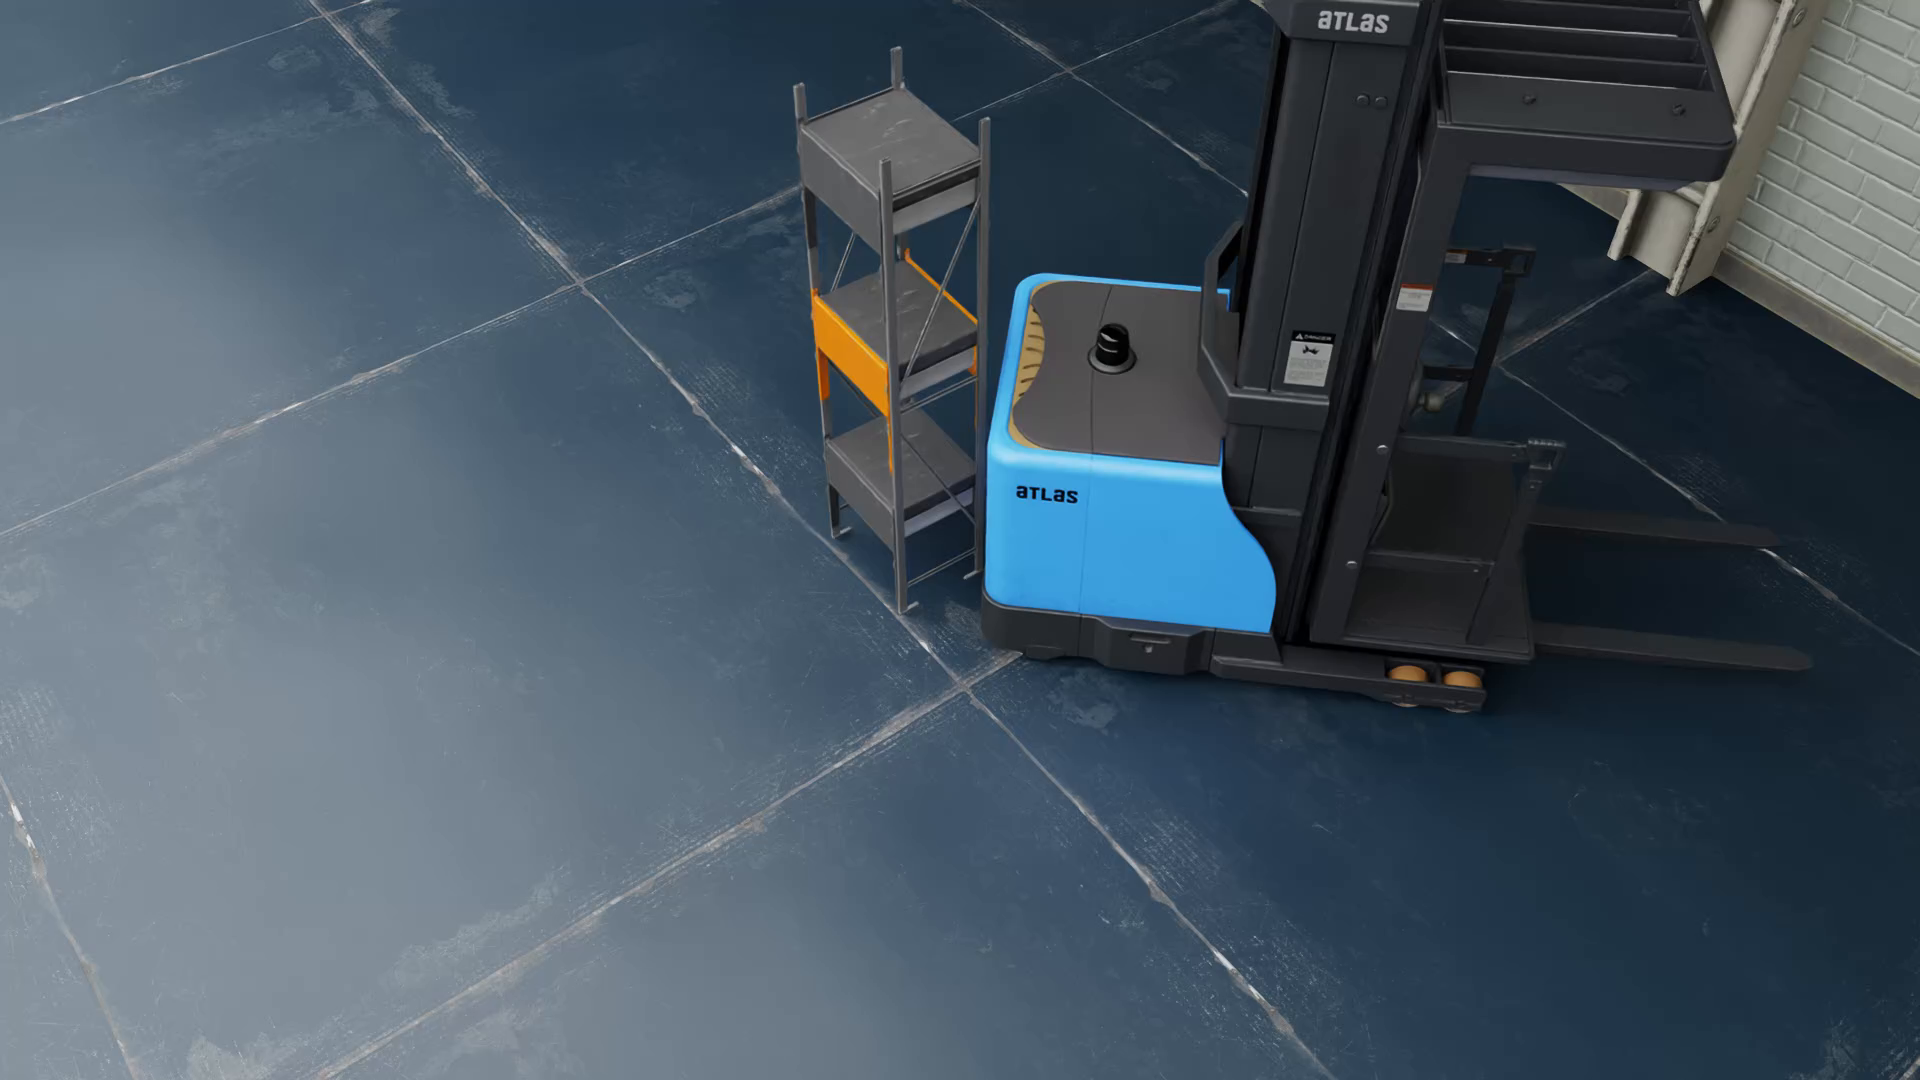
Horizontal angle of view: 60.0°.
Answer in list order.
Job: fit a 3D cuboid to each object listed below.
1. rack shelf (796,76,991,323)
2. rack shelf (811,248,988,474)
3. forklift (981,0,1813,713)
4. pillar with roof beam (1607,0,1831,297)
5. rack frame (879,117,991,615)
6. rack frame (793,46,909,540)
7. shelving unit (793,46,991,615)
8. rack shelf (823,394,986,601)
[{"bbox_3d":[-0.214,-1.110,5.411,0.431,0.518,0.480,-28,53,-23],"label":"rack shelf"},{"bbox_3d":[-0.214,-0.640,5.930,0.431,0.518,0.480,-28,53,-23],"label":"rack shelf"},{"bbox_3d":[1.638,-0.767,5.466,3.031,2.935,1.130,6,48,5],"label":"forklift"},{"bbox_3d":[-0.078,-2.413,2.862,9.100,9.000,0.400,-29,54,-24],"label":"pillar with roof beam"},{"bbox_3d":[-0.074,-0.501,5.786,0.400,2.100,0.015,-28,53,-23],"label":"rack frame"},{"bbox_3d":[-0.354,-0.797,6.054,0.400,2.100,0.015,-28,53,-23],"label":"rack frame"},{"bbox_3d":[-0.214,-0.649,5.920,0.431,2.100,0.503,-28,53,-23],"label":"shelving unit"},{"bbox_3d":[-0.214,-0.170,6.449,0.431,0.518,0.480,-28,53,-23],"label":"rack shelf"}]
